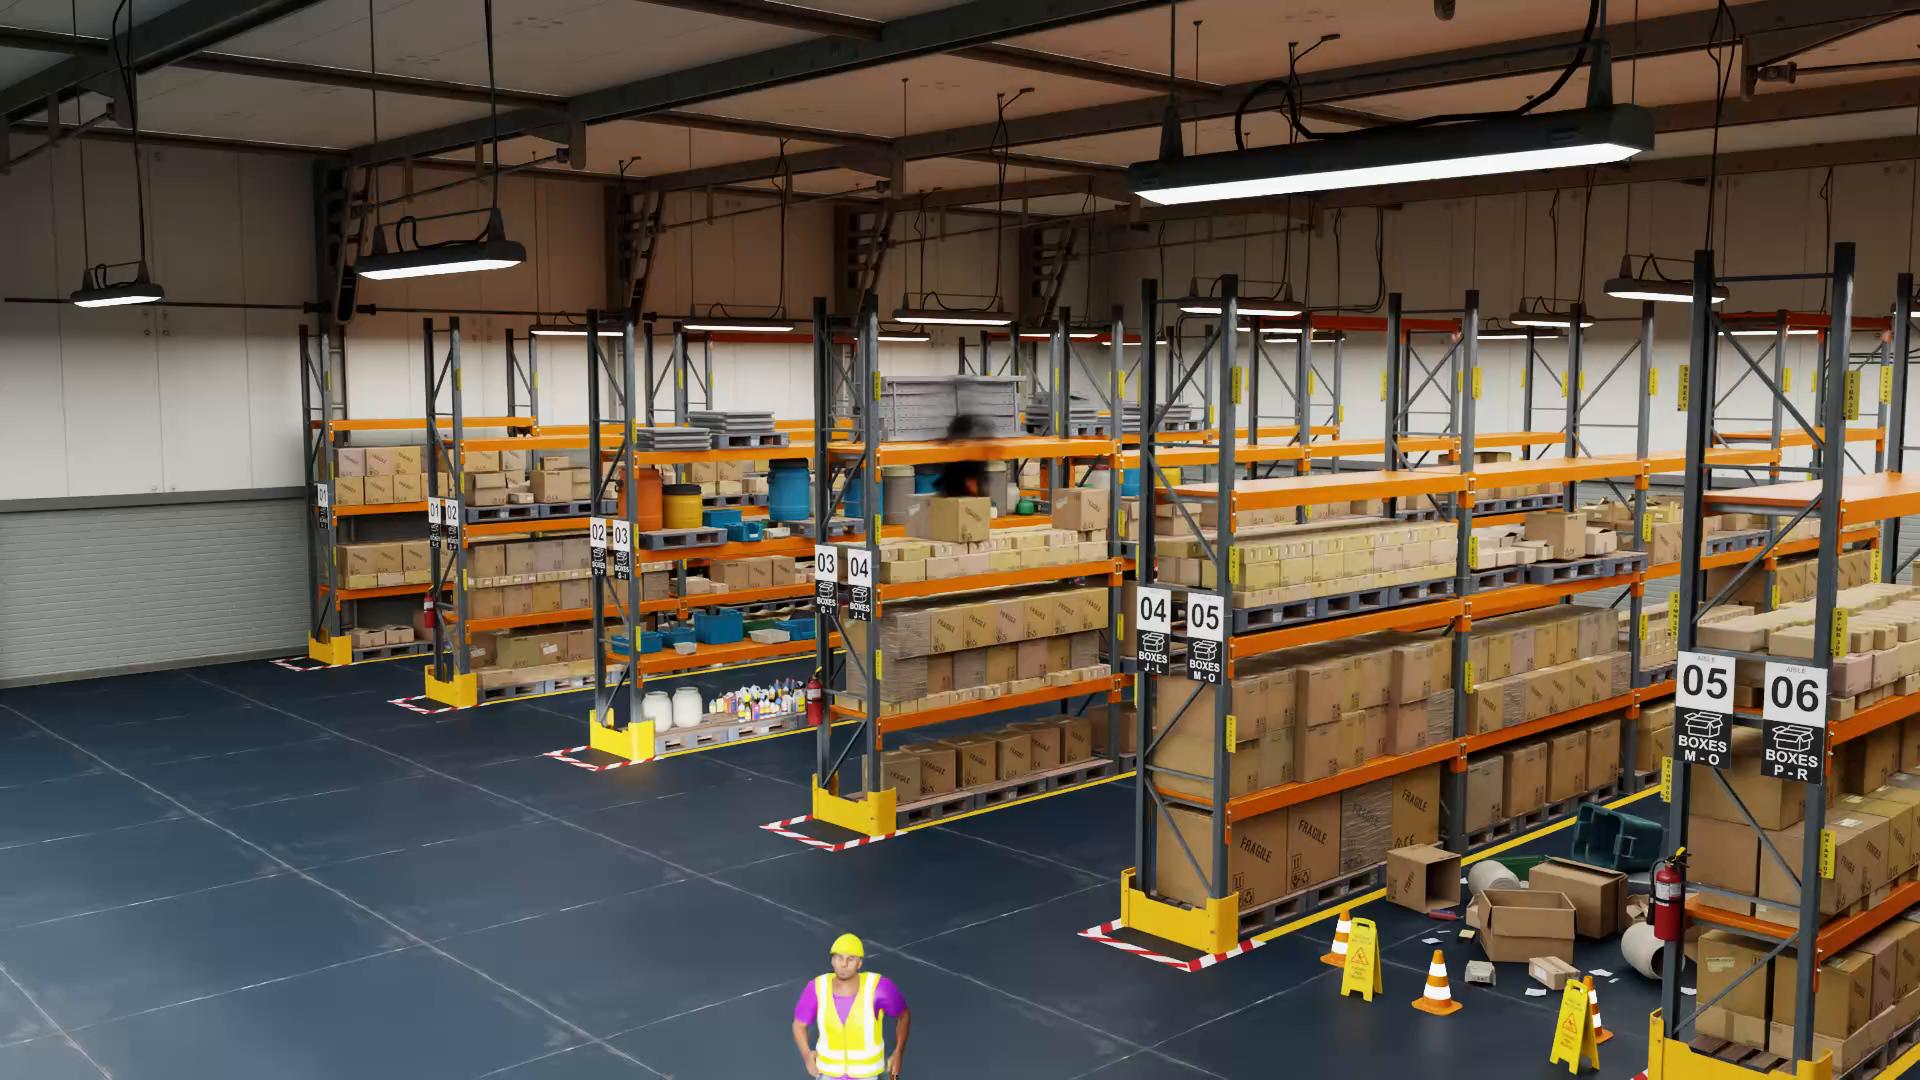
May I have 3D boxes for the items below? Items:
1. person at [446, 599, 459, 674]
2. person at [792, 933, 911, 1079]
[{"bbox_3d":[-8.493,1.464,28.512,0.621,1.651,0.593,3,7,30],"label":"person"},{"bbox_3d":[-0.686,3.278,10.320,0.733,1.727,0.613,0,6,4],"label":"person"}]
